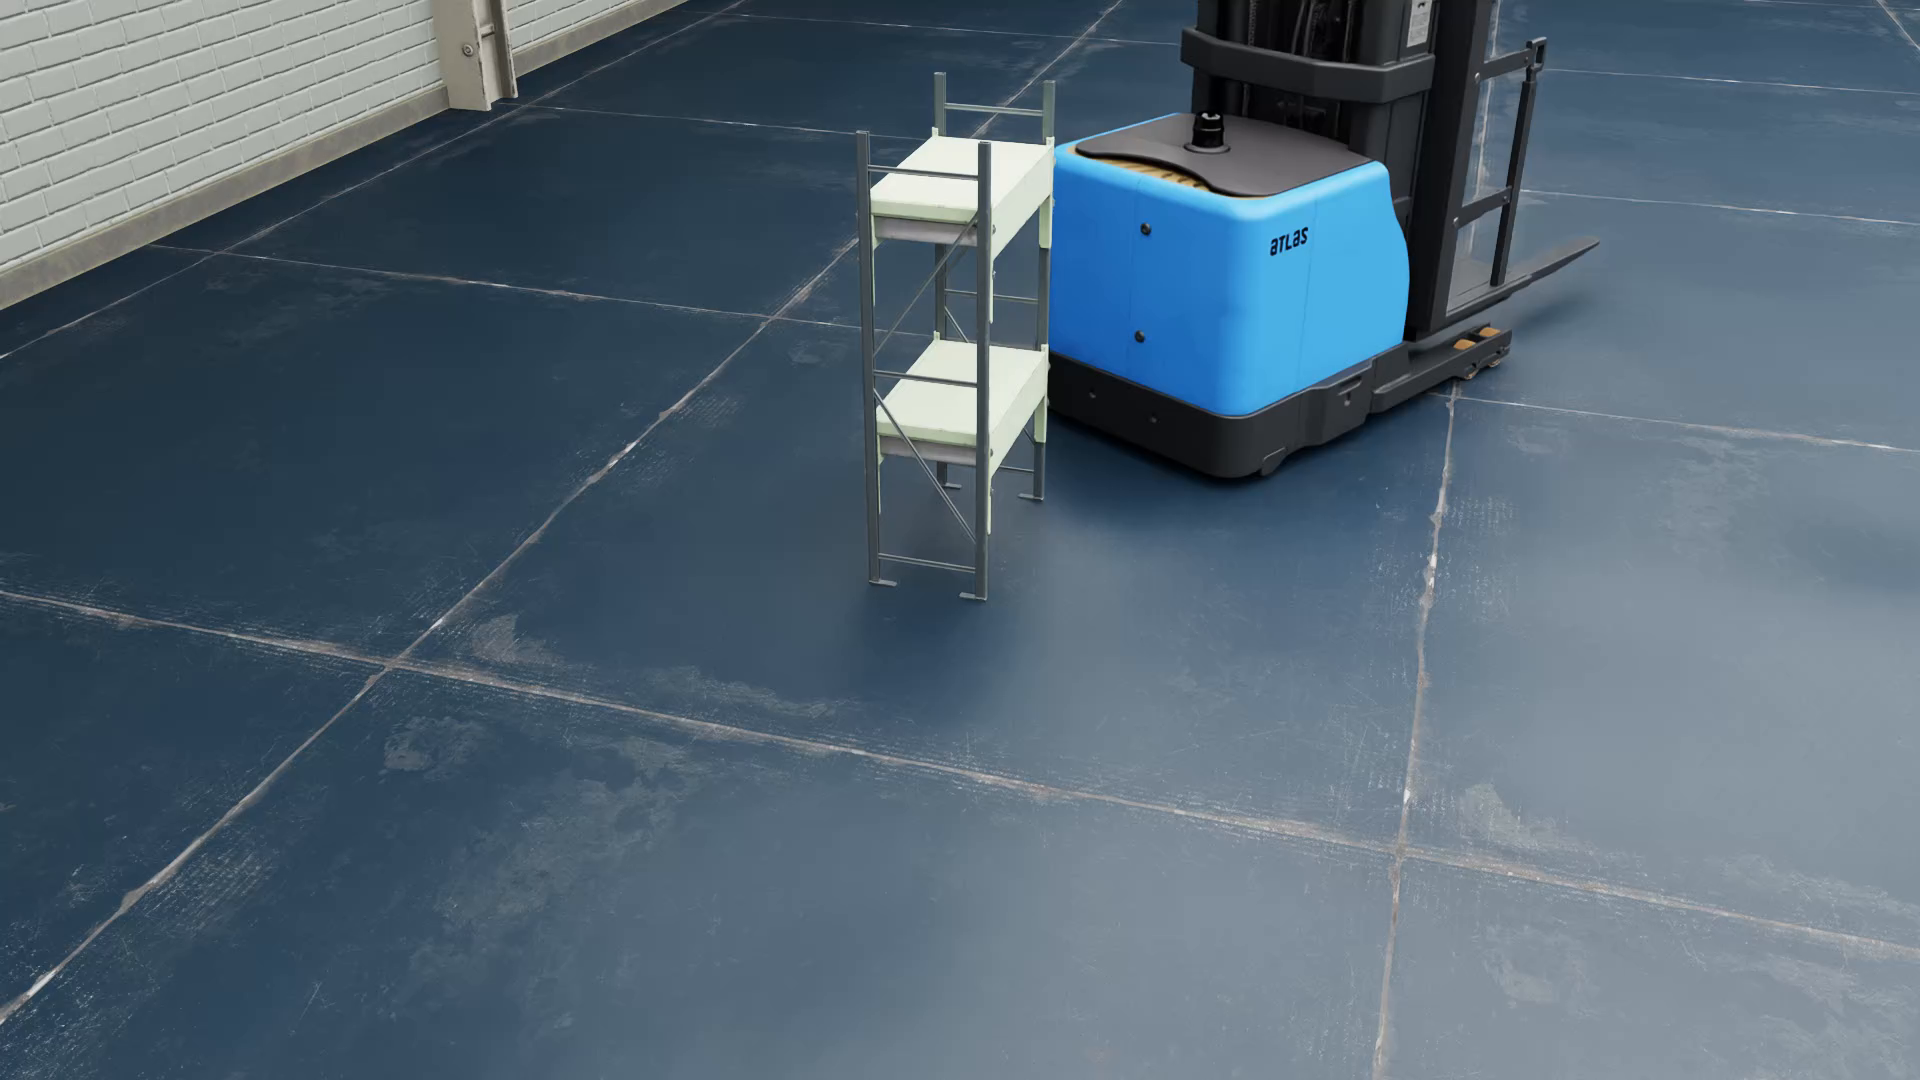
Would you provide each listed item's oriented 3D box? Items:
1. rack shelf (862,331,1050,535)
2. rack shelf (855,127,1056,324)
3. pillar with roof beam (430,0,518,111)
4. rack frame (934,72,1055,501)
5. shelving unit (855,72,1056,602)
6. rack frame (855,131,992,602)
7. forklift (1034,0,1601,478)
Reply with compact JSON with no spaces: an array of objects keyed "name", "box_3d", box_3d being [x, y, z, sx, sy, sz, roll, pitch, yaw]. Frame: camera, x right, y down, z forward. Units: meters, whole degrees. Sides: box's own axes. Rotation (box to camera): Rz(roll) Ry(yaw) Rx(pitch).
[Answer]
[{"name":"rack shelf","box_3d":[0.002,-0.374,5.549,0.431,0.370,0.720,8,30,15]},{"name":"rack shelf","box_3d":[0.002,-1.000,5.201,0.431,0.370,0.720,8,30,15]},{"name":"pillar with roof beam","box_3d":[0.977,-6.198,7.635,9.100,9.000,0.400,8,30,15]},{"name":"rack frame","box_3d":[0.109,-0.829,5.697,0.400,1.500,0.023,8,30,15]},{"name":"shelving unit","box_3d":[0.002,-0.659,5.391,0.431,1.500,0.755,8,30,15]},{"name":"rack frame","box_3d":[-0.105,-0.488,5.085,0.400,1.500,0.023,8,30,15]},{"name":"forklift","box_3d":[1.701,-2.113,6.534,3.031,2.935,1.130,-25,38,-37]}]
